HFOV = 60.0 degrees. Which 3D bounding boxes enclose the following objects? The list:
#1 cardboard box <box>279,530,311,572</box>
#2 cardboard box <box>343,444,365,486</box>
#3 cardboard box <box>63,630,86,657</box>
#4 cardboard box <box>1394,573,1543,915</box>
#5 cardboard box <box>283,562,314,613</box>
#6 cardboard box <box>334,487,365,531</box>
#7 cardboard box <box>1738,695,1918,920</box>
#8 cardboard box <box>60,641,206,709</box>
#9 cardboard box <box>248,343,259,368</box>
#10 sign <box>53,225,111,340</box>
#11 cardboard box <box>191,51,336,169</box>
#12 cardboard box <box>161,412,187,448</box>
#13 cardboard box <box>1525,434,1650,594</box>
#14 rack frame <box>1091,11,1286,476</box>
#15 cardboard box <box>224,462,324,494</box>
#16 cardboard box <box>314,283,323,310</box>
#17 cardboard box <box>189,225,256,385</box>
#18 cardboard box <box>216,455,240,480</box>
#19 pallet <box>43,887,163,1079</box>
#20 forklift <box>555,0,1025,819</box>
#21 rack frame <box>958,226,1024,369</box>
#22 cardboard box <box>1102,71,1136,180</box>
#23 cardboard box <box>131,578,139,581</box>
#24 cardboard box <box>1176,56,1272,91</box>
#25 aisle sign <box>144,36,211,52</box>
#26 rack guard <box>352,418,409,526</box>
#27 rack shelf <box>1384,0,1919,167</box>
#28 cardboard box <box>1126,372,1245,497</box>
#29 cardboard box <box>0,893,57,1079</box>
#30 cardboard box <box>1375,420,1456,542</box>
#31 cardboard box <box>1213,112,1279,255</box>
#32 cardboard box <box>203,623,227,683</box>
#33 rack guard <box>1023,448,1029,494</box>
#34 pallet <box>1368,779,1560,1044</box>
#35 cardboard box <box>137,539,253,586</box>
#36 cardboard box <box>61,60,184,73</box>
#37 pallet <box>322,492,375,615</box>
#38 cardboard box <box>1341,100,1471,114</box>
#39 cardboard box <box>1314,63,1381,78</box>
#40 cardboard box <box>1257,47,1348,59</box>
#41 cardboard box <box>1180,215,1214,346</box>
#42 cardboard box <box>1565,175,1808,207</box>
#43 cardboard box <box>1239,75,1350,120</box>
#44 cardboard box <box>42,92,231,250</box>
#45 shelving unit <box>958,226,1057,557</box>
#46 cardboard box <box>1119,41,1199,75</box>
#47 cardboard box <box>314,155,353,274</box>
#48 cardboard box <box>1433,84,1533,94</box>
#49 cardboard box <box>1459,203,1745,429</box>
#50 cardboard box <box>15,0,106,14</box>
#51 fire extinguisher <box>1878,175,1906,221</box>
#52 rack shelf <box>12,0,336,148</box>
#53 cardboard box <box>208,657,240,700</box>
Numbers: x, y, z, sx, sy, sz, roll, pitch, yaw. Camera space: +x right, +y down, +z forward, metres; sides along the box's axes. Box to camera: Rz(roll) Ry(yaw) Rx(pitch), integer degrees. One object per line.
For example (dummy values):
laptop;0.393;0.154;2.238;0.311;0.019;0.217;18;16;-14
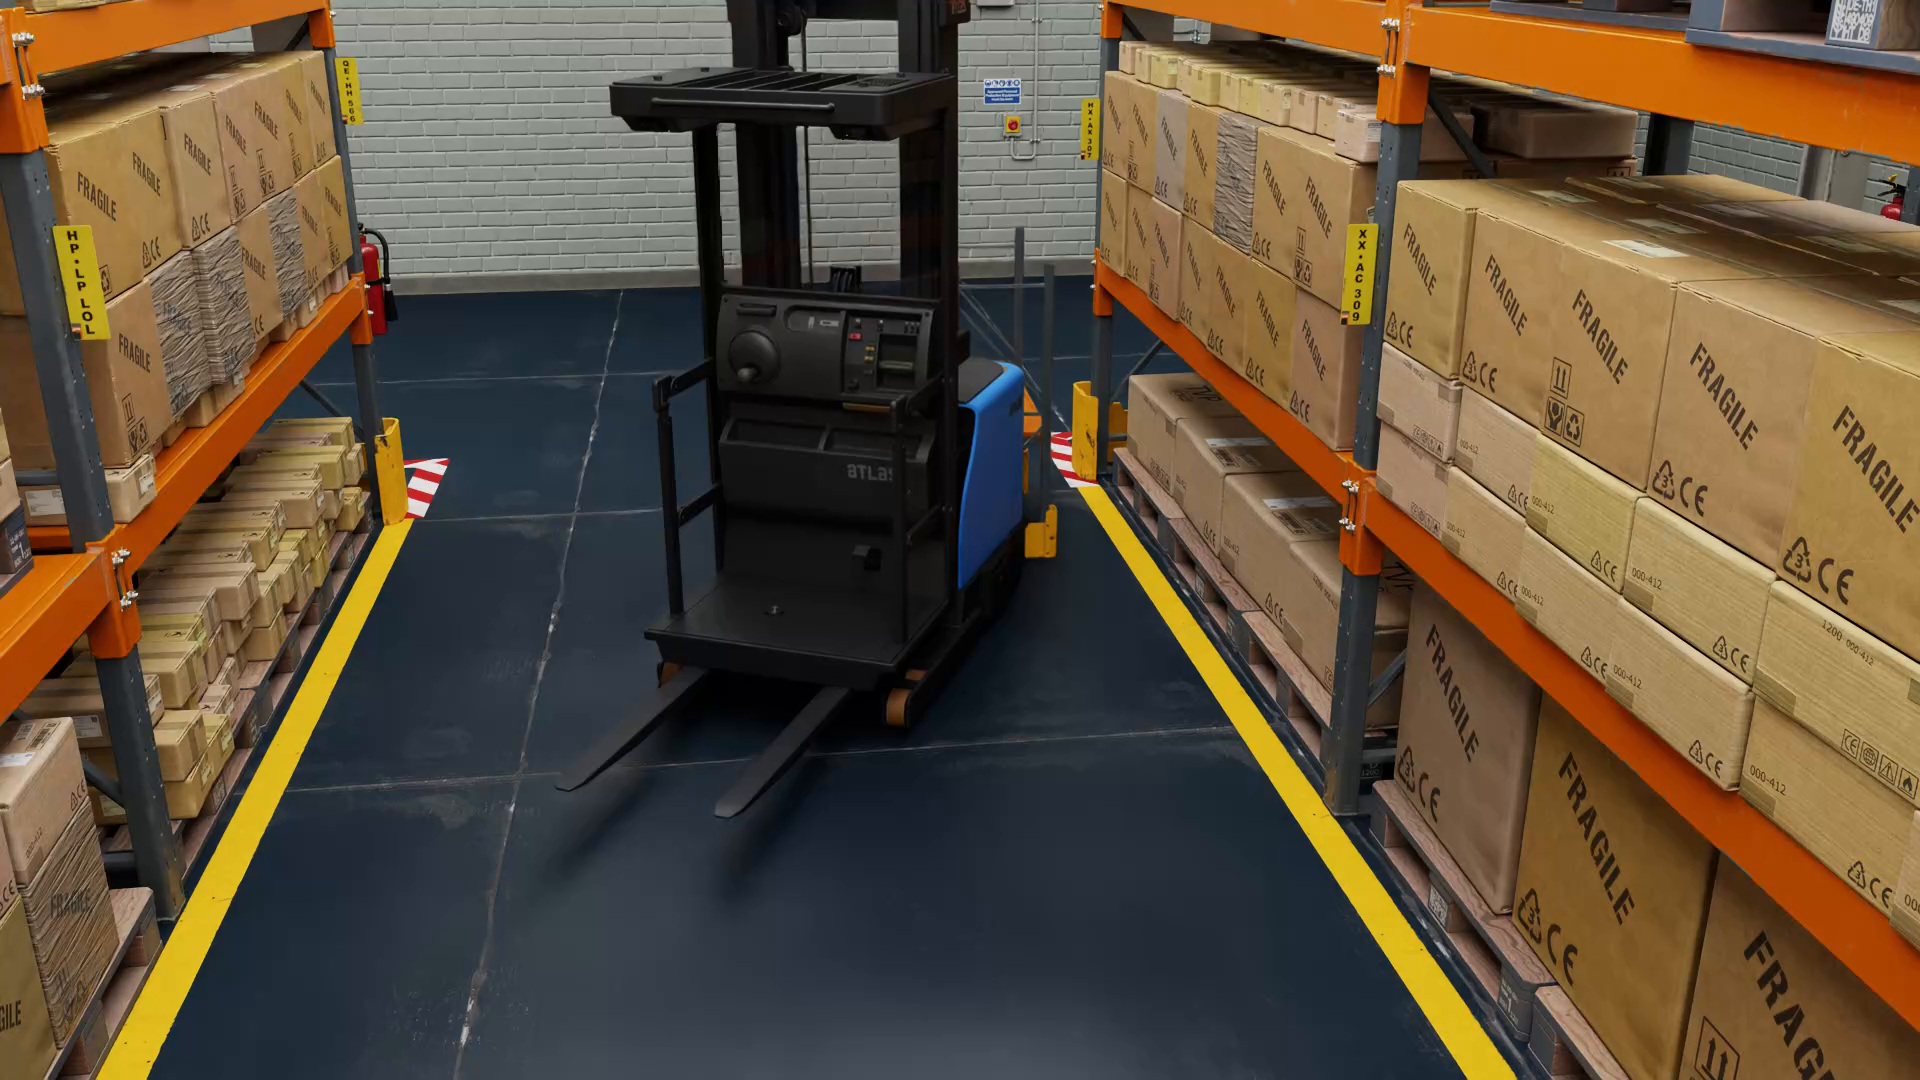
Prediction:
cardboard box;-3.080;0.073;7.283;0.380;0.149;0.250;-2;21;-5
cardboard box;-3.263;-0.375;8.483;0.380;0.149;0.250;-3;21;-9
cardboard box;-3.433;0.326;6.181;0.380;0.149;0.250;-2;21;-6
cardboard box;2.007;0.566;5.349;0.875;0.875;0.875;-2;21;-6
cardboard box;-3.082;0.213;7.334;0.380;0.149;0.250;-3;21;-7
cardboard box;-3.202;-0.149;8.301;0.380;0.149;0.250;-2;21;-6
cardboard box;1.940;0.499;3.307;0.500;0.250;0.500;-3;21;-8
cardboard box;-2.871;0.474;5.784;0.380;0.149;0.250;-2;21;-5
cardboard box;-3.142;-0.785;6.891;0.380;0.149;0.250;-3;21;-7
sign;-2.496;-0.730;4.728;0.100;0.325;0.005;-3;21;-8
cardboard box;-3.309;-2.052;7.925;0.500;0.500;0.500;-3;21;-9
cardboard box;-2.996;-0.425;5.925;0.380;0.149;0.250;-4;21;-10
cardboard box;1.773;-0.085;4.157;0.500;0.250;0.500;-3;21;-7
rack frame;1.262;-1.828;9.323;1.000;3.000;0.127;-3;21;-8
cardboard box;-3.177;-0.246;7.713;0.380;0.149;0.250;-4;21;-10
cardboard box;-3.245;-1.153;7.874;0.380;0.149;0.250;-3;21;-8
cardboard box;-2.982;-0.876;6.206;0.500;0.500;0.500;-3;21;-9
cardboard box;-3.723;-0.395;8.111;0.380;0.149;0.250;-3;21;-7
pallet;-2.931;1.418;4.619;1.003;0.211;1.213;-3;21;-8
forklift;-0.622;-0.771;6.591;1.130;2.935;3.031;7;21;17
rack frame;0.092;-0.969;9.168;0.500;1.500;0.032;-2;21;-6
cardboard box;1.050;-2.162;8.647;0.500;0.500;0.500;-3;21;-9
cardboard box;-3.522;0.196;6.954;0.380;0.149;0.250;-2;21;-5
cardboard box;1.218;-2.149;7.683;0.380;0.149;0.250;-3;21;-7
aisle sign;-3.929;-2.771;8.133;0.394;0.787;0.004;-3;21;-8
rack guard;-3.611;-0.346;8.927;1.175;0.500;0.348;-3;21;-8
rack shelf;2.127;-0.819;3.362;1.077;0.370;4.000;-3;21;-8
cardboard box;1.456;-0.601;9.099;0.875;0.438;0.875;-4;21;-10
cardboard box;-2.615;1.237;4.089;0.500;0.500;0.500;-3;21;-9
cardboard box;1.641;-0.207;5.197;0.500;0.250;0.500;-3;21;-9
cardboard box;1.350;-1.459;6.764;0.500;0.500;0.500;-3;21;-7
cardboard box;-3.013;0.440;6.299;0.380;0.149;0.250;-4;21;-11
rack guard;0.092;-0.383;9.385;0.587;0.250;0.087;-2;21;-6
pallet;2.025;1.127;5.397;1.003;0.211;1.213;-3;21;-8
cardboard box;-3.093;0.117;6.739;0.380;0.149;0.250;-4;21;-10
cardboard box;-3.740;-1.854;7.397;0.500;0.500;0.500;-2;21;-6
pallet;-3.528;0.073;8.220;1.003;0.211;1.213;-3;21;-8
cardboard box;1.549;-1.449;5.810;0.380;0.149;0.250;-2;21;-6
cardboard box;1.770;-2.002;7.290;0.380;0.149;0.250;-2;21;-6
cardboard box;1.693;-2.361;8.251;0.380;0.149;0.250;-3;21;-8
cardboard box;1.292;-1.171;7.420;0.500;0.500;0.500;-2;21;-6
cardboard box;2.152;-0.816;5.042;0.500;0.500;0.500;-2;21;-6
cardboard box;1.358;-1.798;6.745;0.380;0.149;0.250;-3;21;-9
cardboard box;-3.001;-1.336;6.009;0.500;0.500;0.500;-3;21;-7
shelving unit;0.146;-0.796;8.703;0.587;1.500;1.083;-2;21;-6
cardboard box;1.040;-2.510;8.650;0.380;0.149;0.250;-2;21;-7
cardboard box;-3.302;-1.587;8.109;0.500;0.500;0.500;-2;21;-7
cardboard box;1.944;-1.648;6.342;0.380;0.149;0.250;-3;21;-8
cardboard box;1.719;-0.616;4.508;0.500;0.500;0.500;-3;21;-8
cardboard box;-2.850;-1.667;4.819;0.500;0.250;0.500;-2;21;-5
fire extinguisher;5.695;-1.896;10.149;0.296;0.674;0.183;-3;21;-8
rack shelf;-3.333;-1.919;6.308;1.077;0.370;4.000;-3;21;-8
cardboard box;-2.991;0.577;6.357;0.380;0.149;0.250;-3;21;-9
